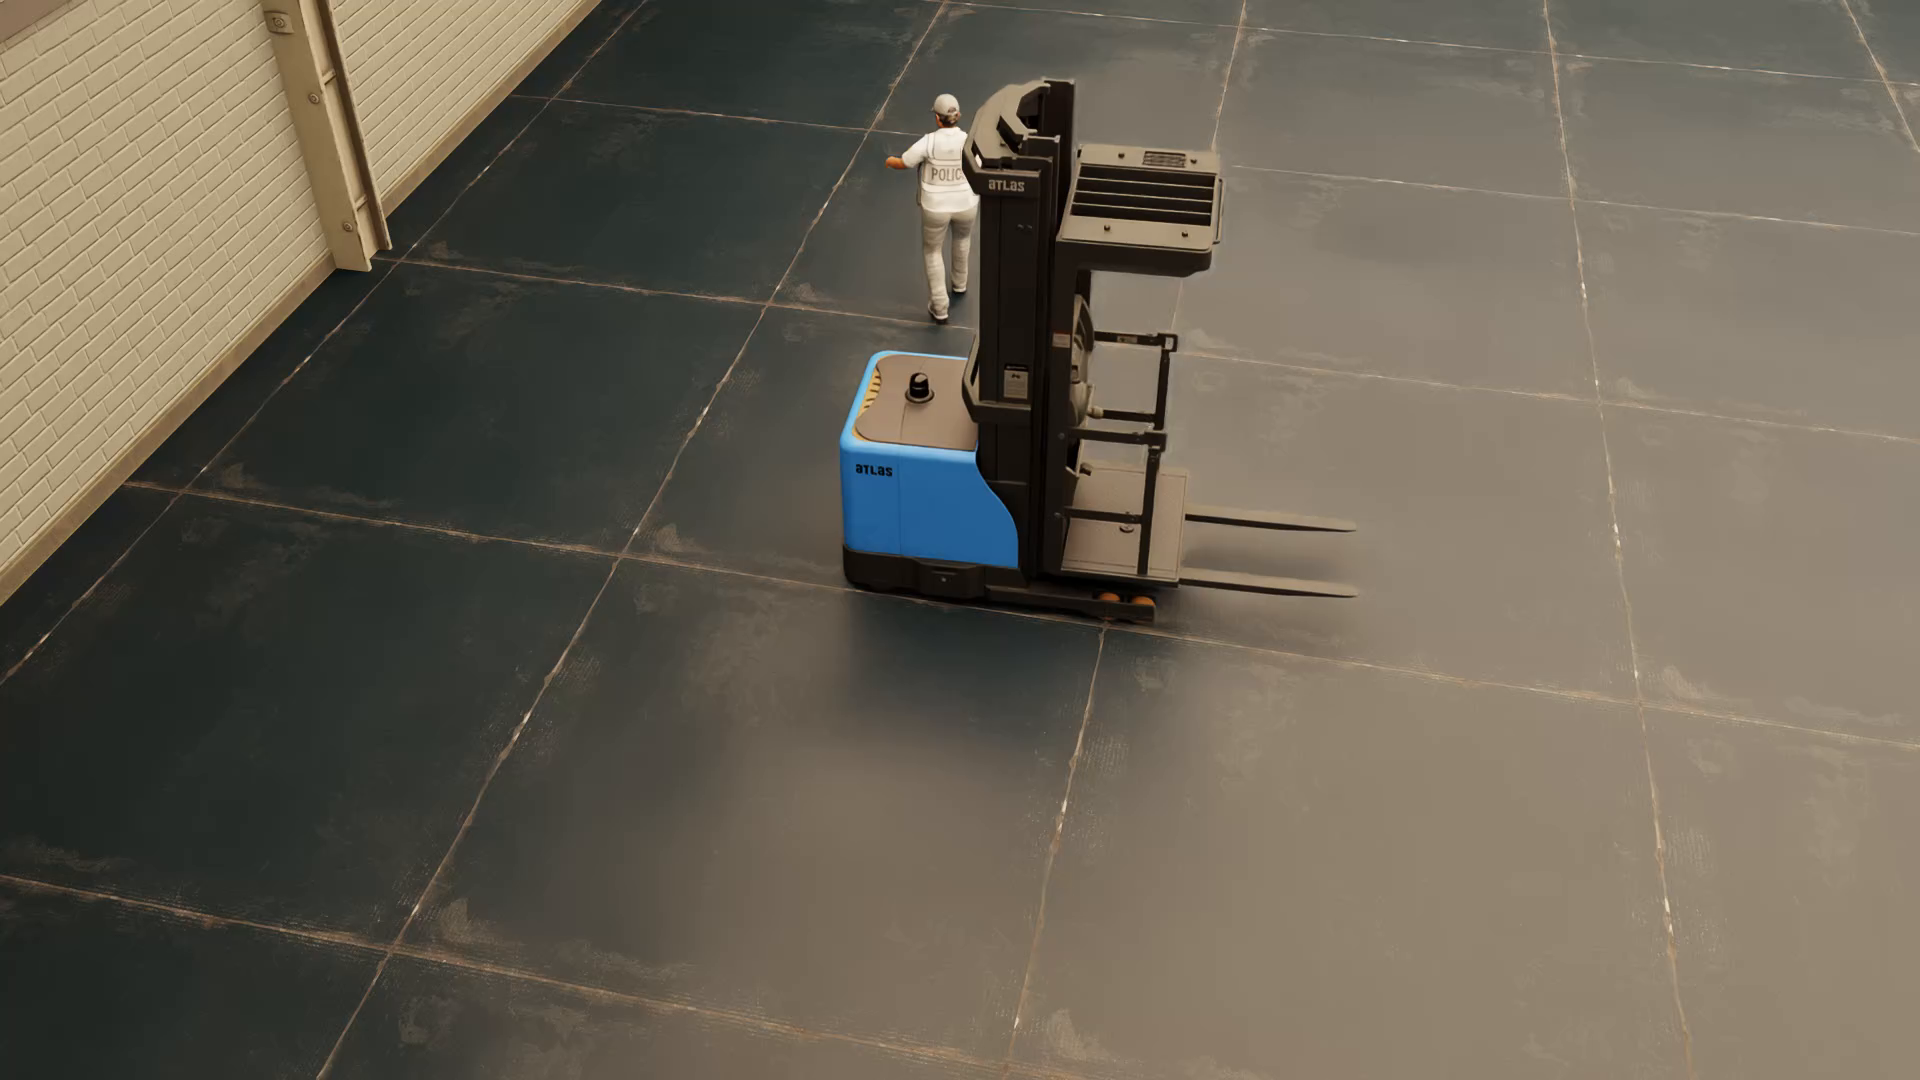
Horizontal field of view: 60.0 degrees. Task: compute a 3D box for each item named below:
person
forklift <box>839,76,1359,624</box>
[{"bbox_3d":[-0.060,-2.448,12.039,0.894,1.643,0.731,-6,40,-7],"label":"person"},{"bbox_3d":[0.865,-1.003,9.259,3.031,2.935,1.130,6,40,7],"label":"forklift"}]
